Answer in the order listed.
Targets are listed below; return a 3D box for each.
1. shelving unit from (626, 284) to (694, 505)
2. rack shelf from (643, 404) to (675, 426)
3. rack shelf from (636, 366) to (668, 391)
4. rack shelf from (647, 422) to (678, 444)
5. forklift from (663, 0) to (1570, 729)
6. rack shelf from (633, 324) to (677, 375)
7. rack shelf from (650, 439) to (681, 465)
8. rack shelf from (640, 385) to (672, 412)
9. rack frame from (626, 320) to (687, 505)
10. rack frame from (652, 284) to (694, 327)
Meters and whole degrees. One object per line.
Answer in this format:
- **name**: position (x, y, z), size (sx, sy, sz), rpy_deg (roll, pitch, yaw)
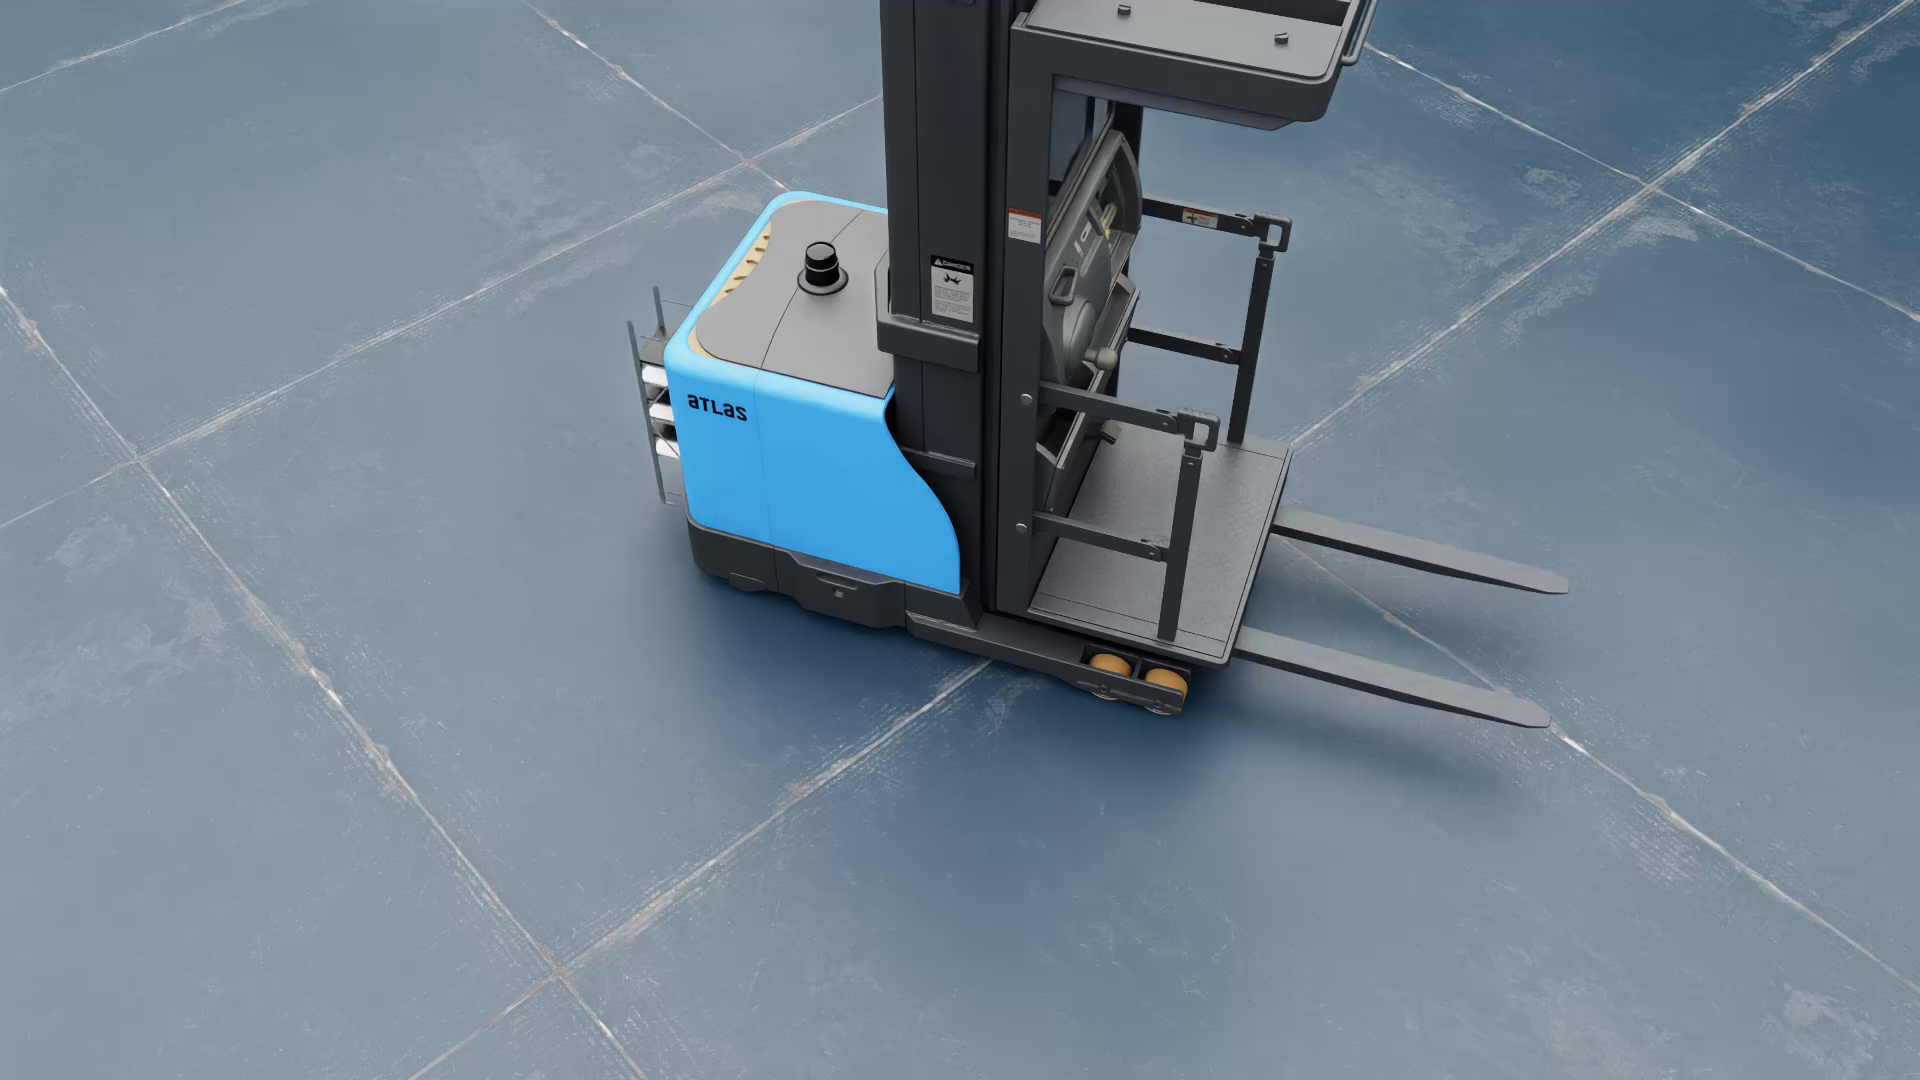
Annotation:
- **shelving unit**: position (-1.002, -0.495, 6.094), size (0.258, 0.900, 0.210), rpy_deg (14, 49, 12)
- **rack shelf**: position (-1.002, -0.472, 6.119), size (0.258, 0.077, 0.200), rpy_deg (14, 49, 12)
- **rack shelf**: position (-1.002, -0.594, 5.986), size (0.258, 0.077, 0.200), rpy_deg (14, 49, 12)
- **rack shelf**: position (-1.002, -0.411, 6.185), size (0.258, 0.077, 0.200), rpy_deg (14, 49, 12)
- **forklift**: position (0.594, -0.839, 5.030), size (3.031, 2.935, 1.130), rpy_deg (15, 49, 13)
- **rack shelf**: position (-1.002, -0.655, 5.920), size (0.258, 0.077, 0.200), rpy_deg (14, 49, 12)
- **rack shelf**: position (-1.002, -0.350, 6.251), size (0.258, 0.077, 0.200), rpy_deg (14, 49, 12)
- **rack shelf**: position (-1.002, -0.533, 6.053), size (0.258, 0.077, 0.200), rpy_deg (14, 49, 12)
- **rack frame**: position (-1.033, -0.424, 6.029), size (0.240, 0.900, 0.006), rpy_deg (14, 49, 12)
- **rack frame**: position (-0.970, -0.566, 6.160), size (0.240, 0.900, 0.006), rpy_deg (14, 49, 12)
